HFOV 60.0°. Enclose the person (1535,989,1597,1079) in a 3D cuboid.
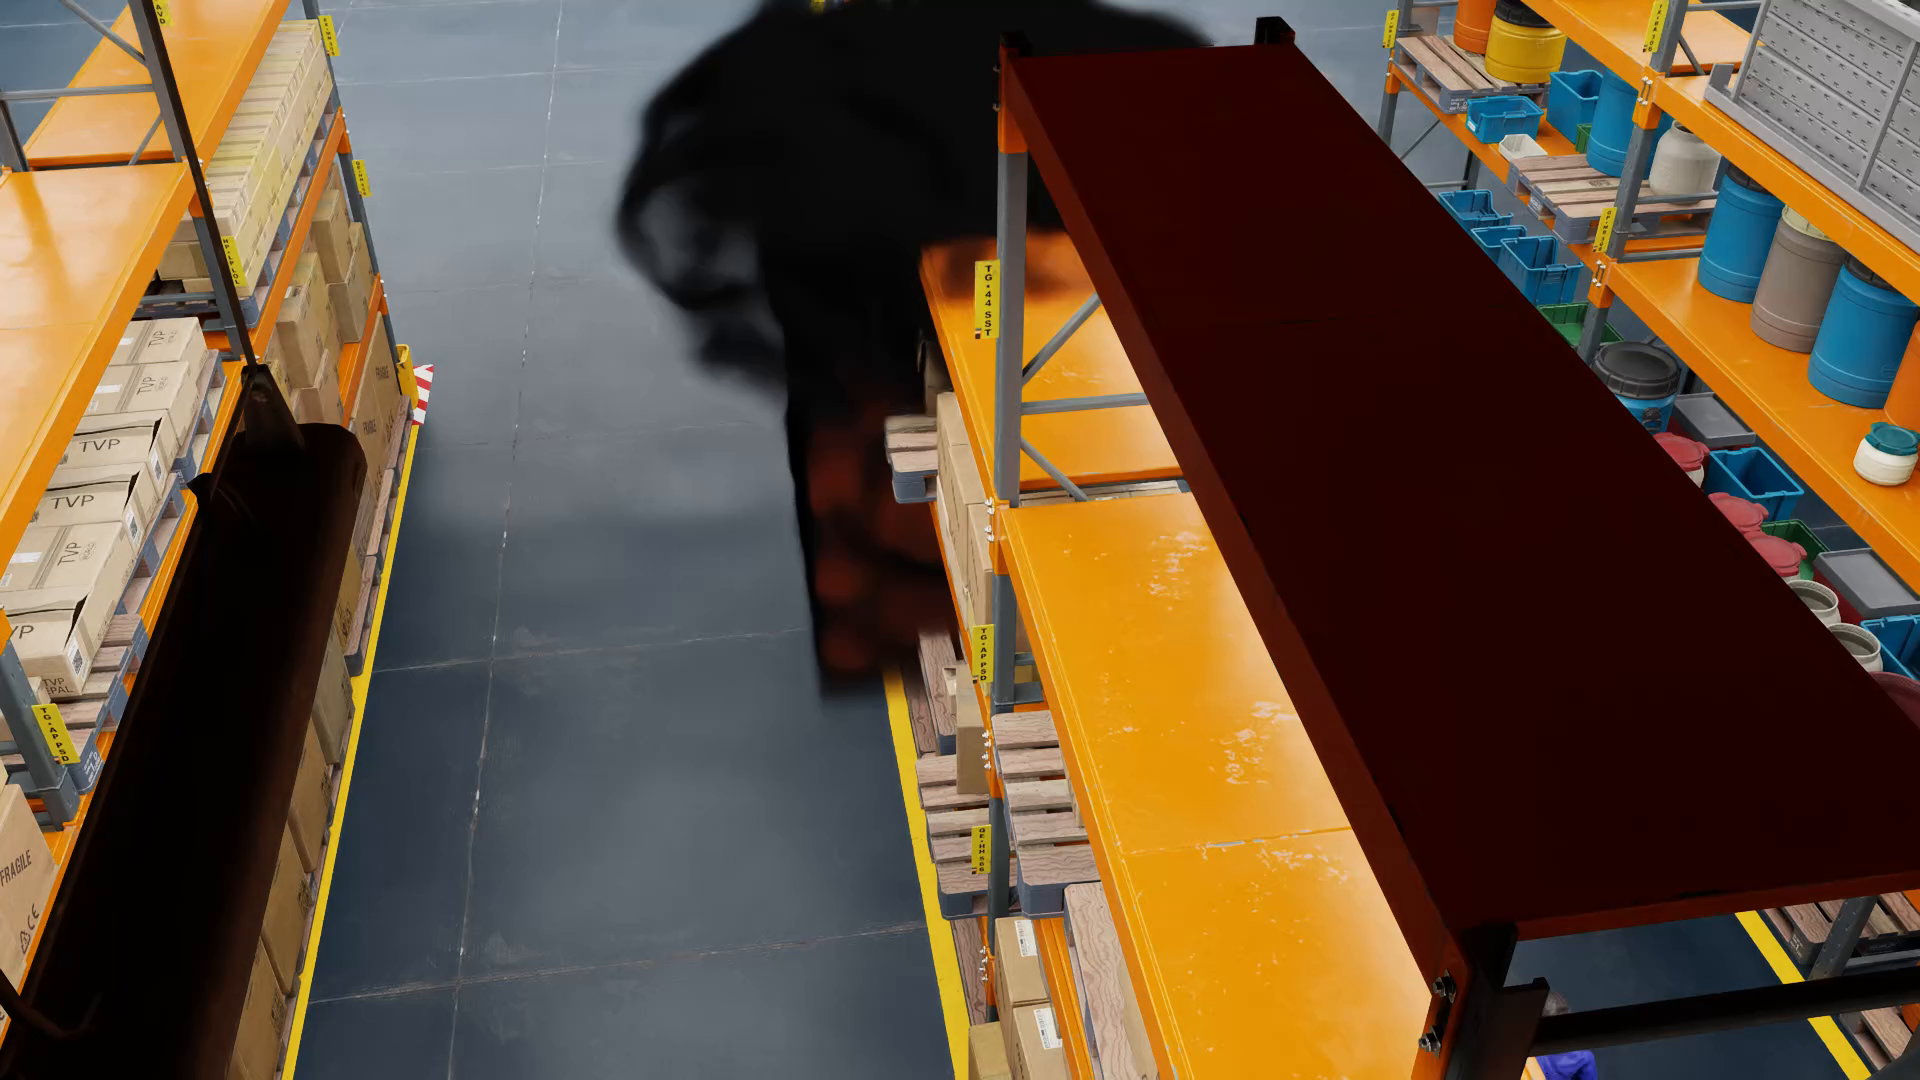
[{"bbox_3d":[2.662,2.819,7.818,0.589,1.637,0.769,-4,37,-6],"label":"person"}]
